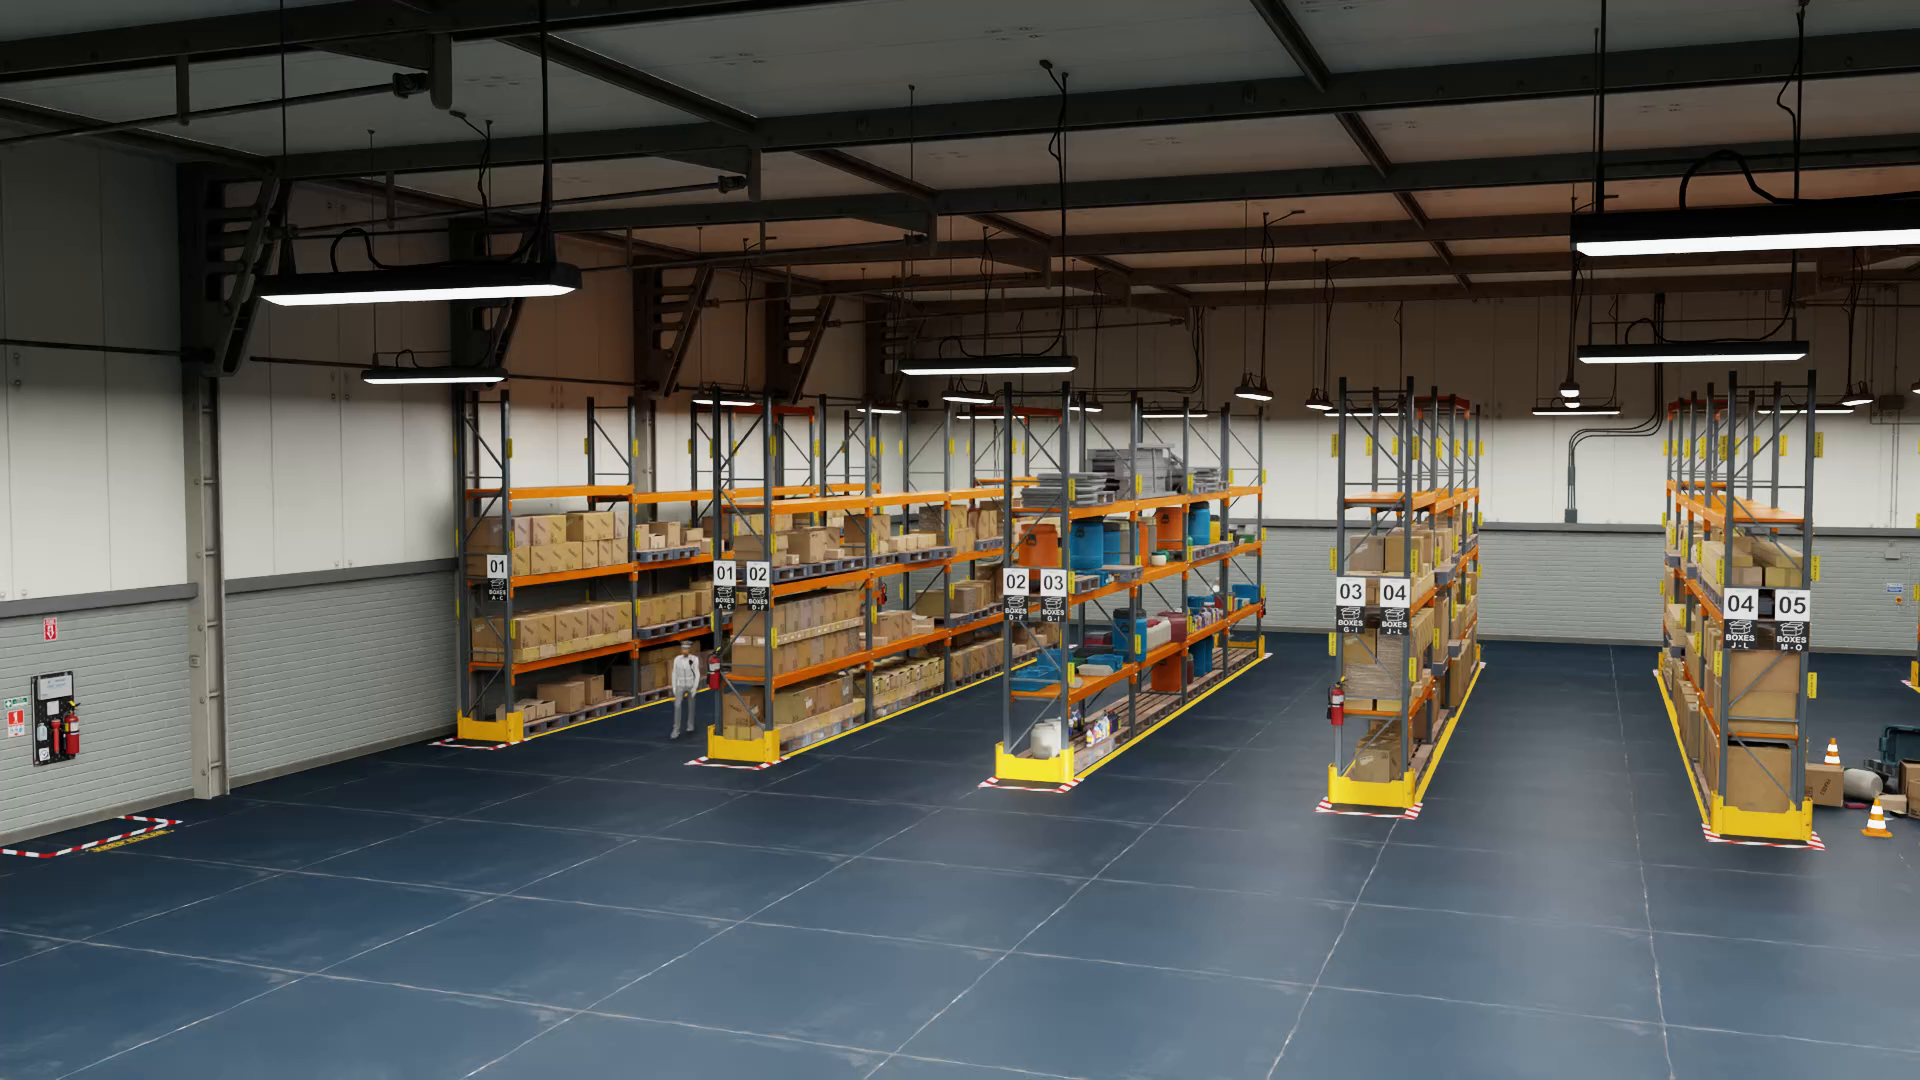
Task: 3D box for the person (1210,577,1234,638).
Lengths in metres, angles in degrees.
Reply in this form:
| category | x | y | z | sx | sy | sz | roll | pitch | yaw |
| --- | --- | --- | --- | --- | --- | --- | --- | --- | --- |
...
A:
| category | x | y | z | sx | sy | sz | roll | pitch | yaw |
| --- | --- | --- | --- | --- | --- | --- | --- | --- | --- |
| person | 6.869 | 1.769 | 43.727 | 0.980 | 1.611 | 0.503 | 3 | 4 | 44 |

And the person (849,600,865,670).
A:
| category | x | y | z | sx | sy | sz | roll | pitch | yaw |
| --- | --- | --- | --- | --- | --- | --- | --- | --- | --- |
| person | -2.188 | 2.037 | 34.987 | 0.667 | 1.577 | 0.847 | 0 | 3 | 3 |

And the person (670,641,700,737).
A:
| category | x | y | z | sx | sy | sz | roll | pitch | yaw |
| --- | --- | --- | --- | --- | --- | --- | --- | --- | --- |
| person | -4.786 | 2.567 | 28.998 | 0.504 | 1.628 | 0.889 | 0 | 3 | -7 |
